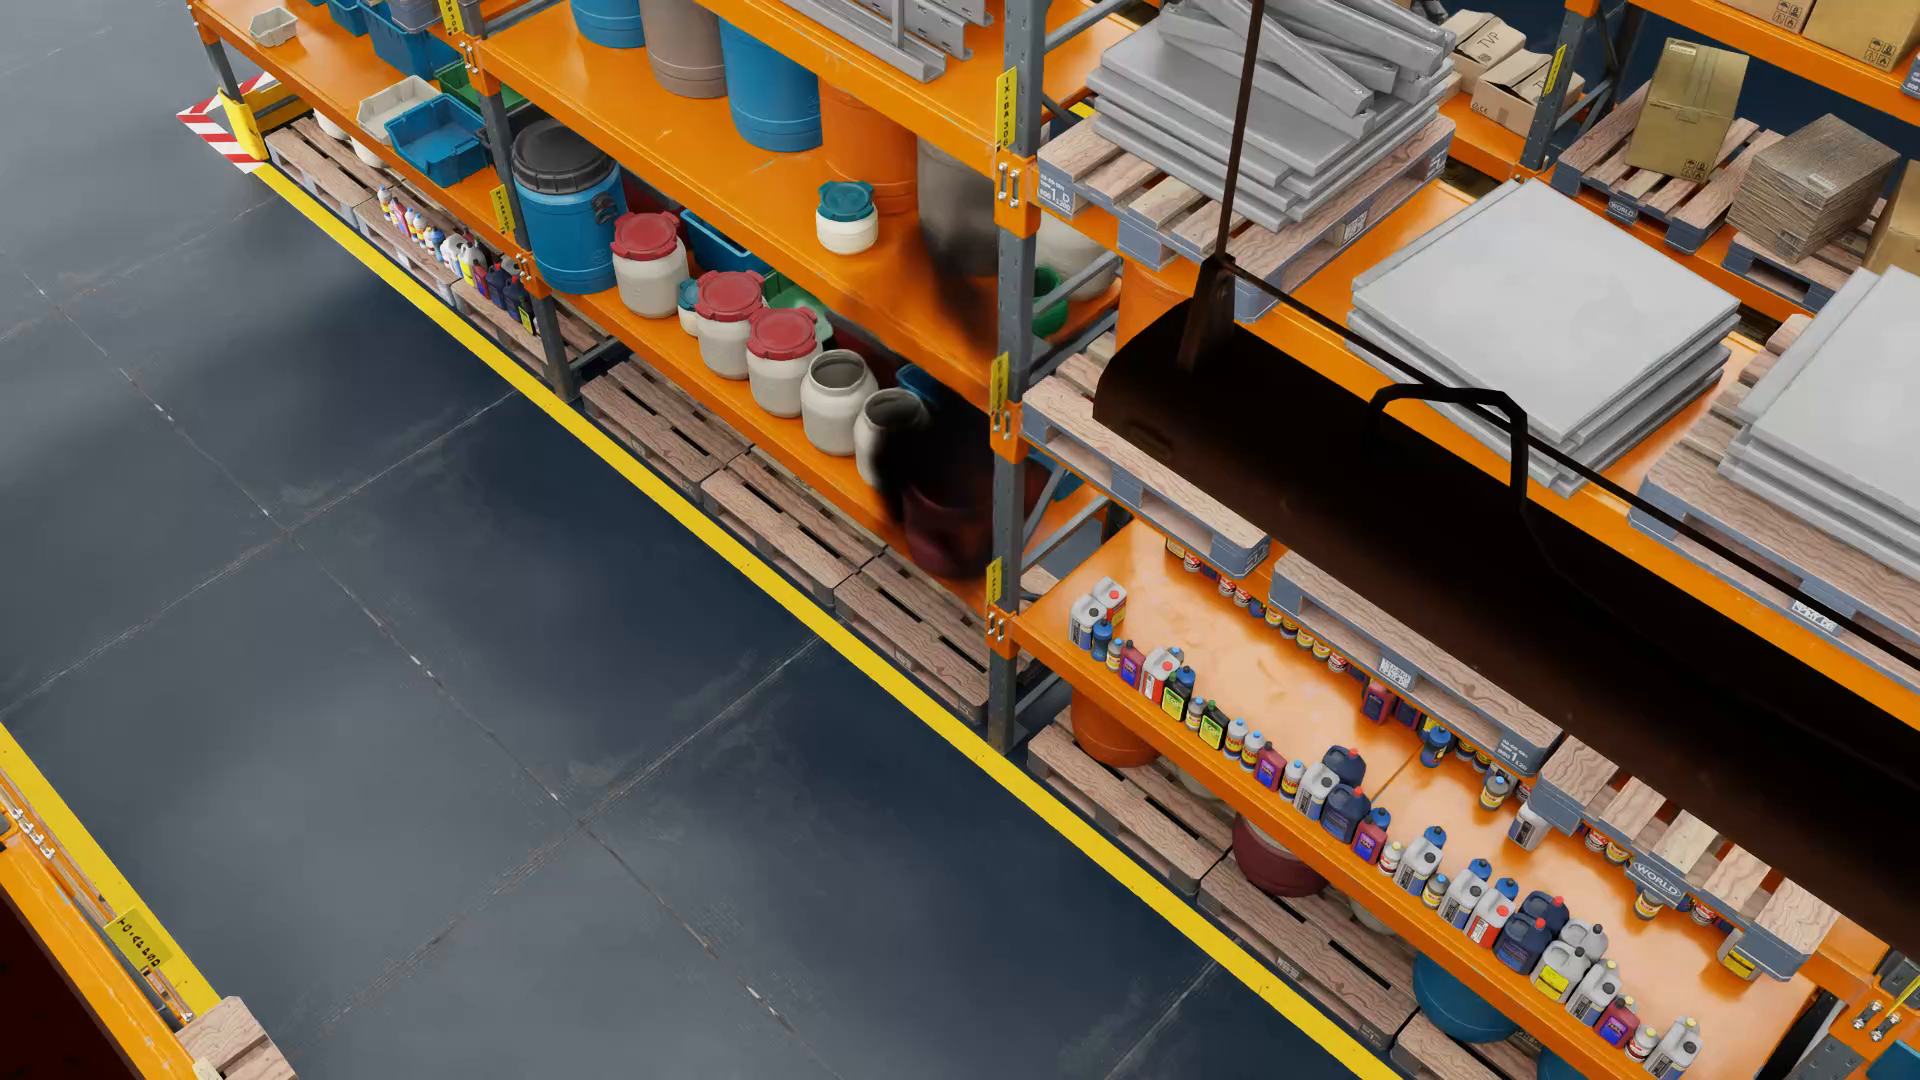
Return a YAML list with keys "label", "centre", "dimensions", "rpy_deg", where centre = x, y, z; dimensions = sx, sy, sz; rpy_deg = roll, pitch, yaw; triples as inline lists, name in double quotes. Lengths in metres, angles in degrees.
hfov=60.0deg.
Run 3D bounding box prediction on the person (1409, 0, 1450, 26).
- label: "person"
  centre: [3.698, -4.644, 13.145]
  dimensions: [0.703, 1.743, 0.542]
  rpy_deg: [-37, 59, -27]
